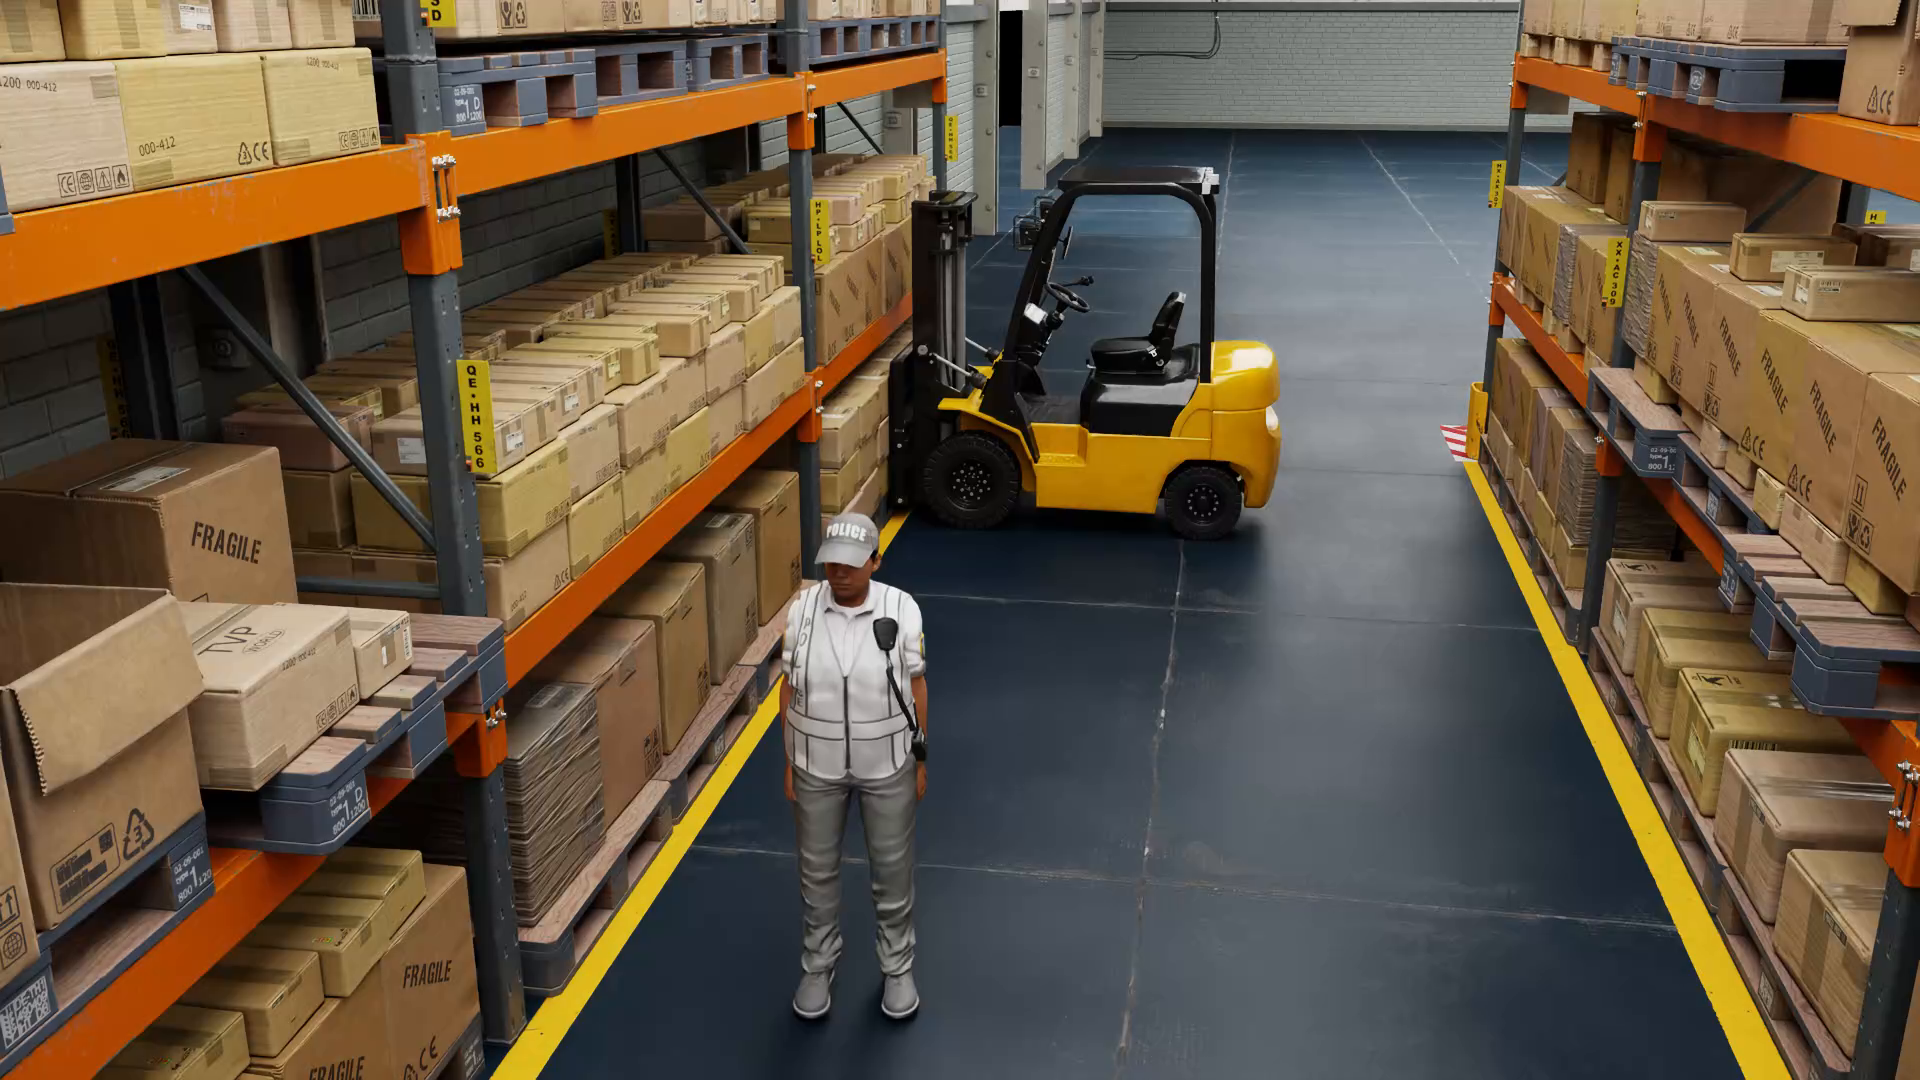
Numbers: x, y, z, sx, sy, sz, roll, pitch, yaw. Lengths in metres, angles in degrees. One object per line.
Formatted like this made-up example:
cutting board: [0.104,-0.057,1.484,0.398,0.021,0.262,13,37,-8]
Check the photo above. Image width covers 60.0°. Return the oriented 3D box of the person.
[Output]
person: [-0.339,0.717,5.305,0.472,1.667,0.383,1,18,2]
